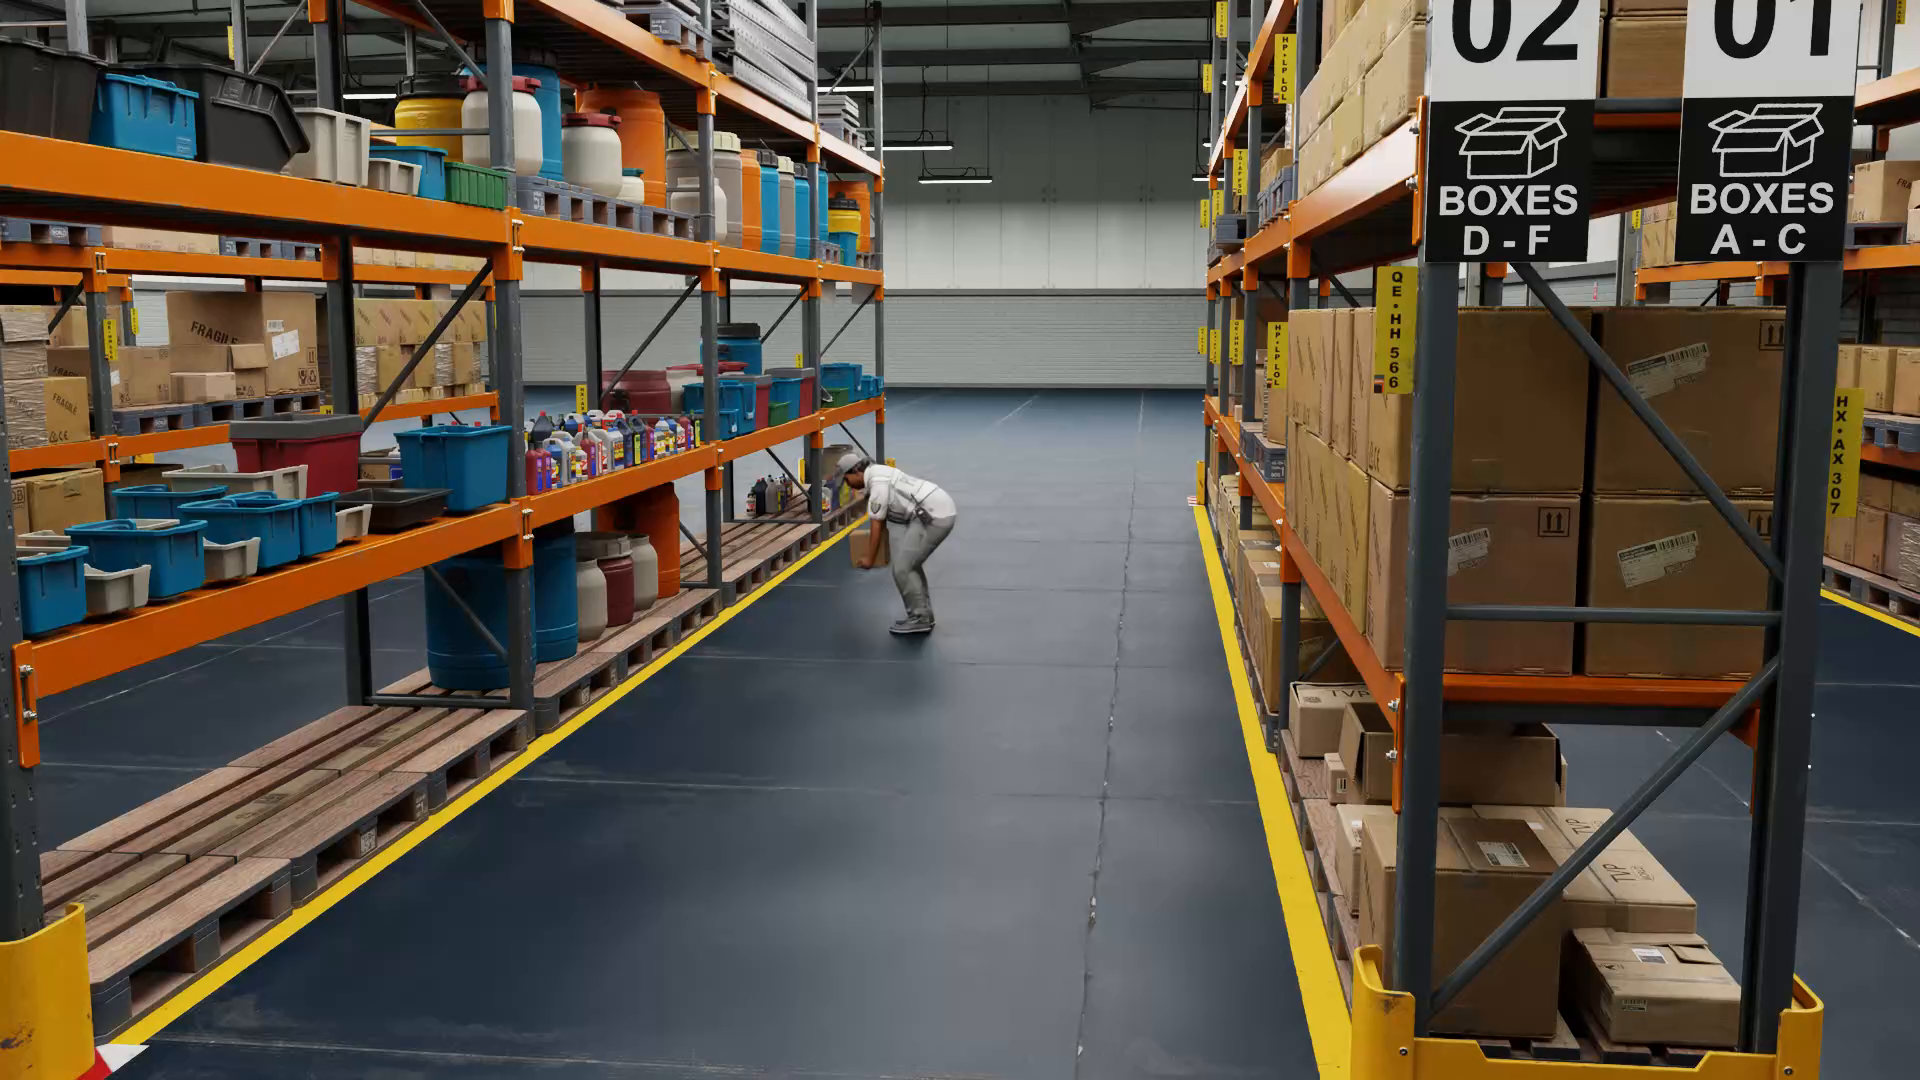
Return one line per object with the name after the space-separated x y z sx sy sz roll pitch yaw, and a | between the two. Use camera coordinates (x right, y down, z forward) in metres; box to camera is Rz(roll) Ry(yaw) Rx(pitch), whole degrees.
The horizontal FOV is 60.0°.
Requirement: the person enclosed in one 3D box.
-0.463 0.020 12.062 0.883 1.291 0.460 1 8 4 | person
